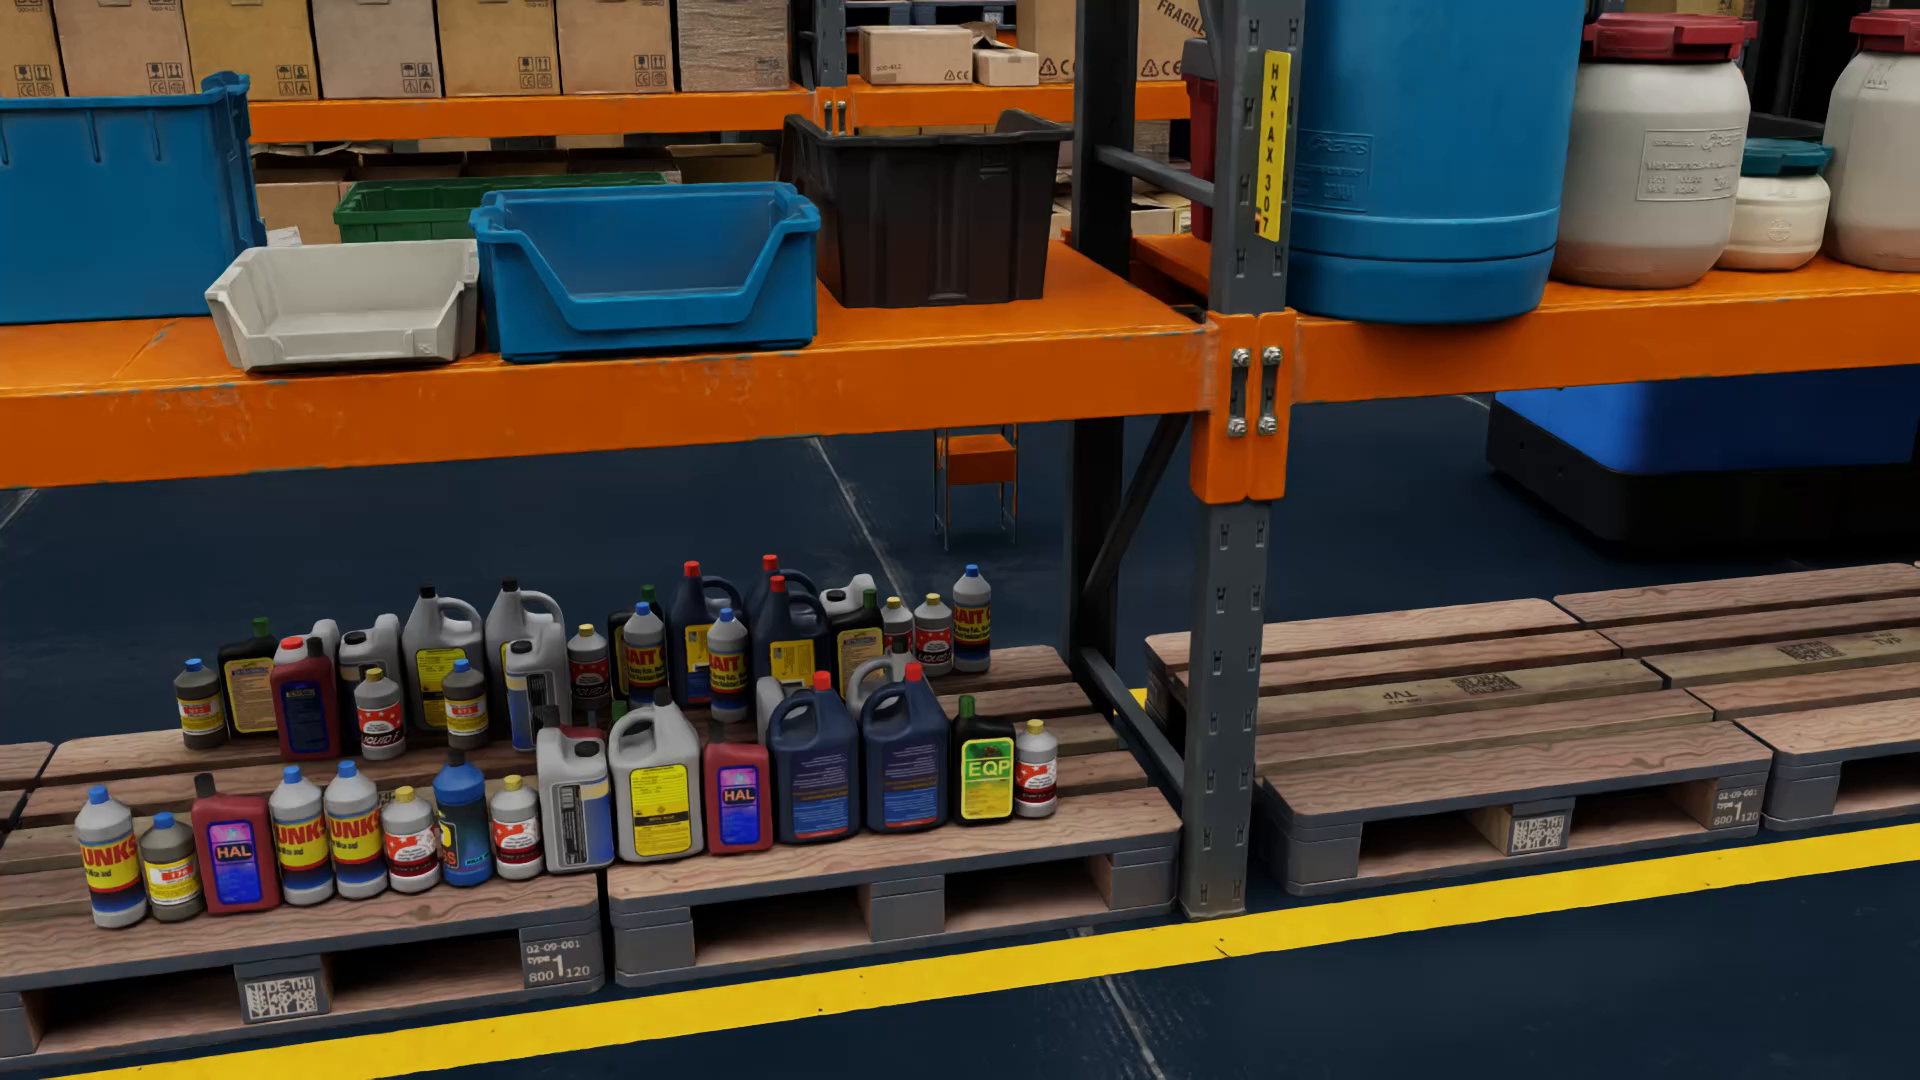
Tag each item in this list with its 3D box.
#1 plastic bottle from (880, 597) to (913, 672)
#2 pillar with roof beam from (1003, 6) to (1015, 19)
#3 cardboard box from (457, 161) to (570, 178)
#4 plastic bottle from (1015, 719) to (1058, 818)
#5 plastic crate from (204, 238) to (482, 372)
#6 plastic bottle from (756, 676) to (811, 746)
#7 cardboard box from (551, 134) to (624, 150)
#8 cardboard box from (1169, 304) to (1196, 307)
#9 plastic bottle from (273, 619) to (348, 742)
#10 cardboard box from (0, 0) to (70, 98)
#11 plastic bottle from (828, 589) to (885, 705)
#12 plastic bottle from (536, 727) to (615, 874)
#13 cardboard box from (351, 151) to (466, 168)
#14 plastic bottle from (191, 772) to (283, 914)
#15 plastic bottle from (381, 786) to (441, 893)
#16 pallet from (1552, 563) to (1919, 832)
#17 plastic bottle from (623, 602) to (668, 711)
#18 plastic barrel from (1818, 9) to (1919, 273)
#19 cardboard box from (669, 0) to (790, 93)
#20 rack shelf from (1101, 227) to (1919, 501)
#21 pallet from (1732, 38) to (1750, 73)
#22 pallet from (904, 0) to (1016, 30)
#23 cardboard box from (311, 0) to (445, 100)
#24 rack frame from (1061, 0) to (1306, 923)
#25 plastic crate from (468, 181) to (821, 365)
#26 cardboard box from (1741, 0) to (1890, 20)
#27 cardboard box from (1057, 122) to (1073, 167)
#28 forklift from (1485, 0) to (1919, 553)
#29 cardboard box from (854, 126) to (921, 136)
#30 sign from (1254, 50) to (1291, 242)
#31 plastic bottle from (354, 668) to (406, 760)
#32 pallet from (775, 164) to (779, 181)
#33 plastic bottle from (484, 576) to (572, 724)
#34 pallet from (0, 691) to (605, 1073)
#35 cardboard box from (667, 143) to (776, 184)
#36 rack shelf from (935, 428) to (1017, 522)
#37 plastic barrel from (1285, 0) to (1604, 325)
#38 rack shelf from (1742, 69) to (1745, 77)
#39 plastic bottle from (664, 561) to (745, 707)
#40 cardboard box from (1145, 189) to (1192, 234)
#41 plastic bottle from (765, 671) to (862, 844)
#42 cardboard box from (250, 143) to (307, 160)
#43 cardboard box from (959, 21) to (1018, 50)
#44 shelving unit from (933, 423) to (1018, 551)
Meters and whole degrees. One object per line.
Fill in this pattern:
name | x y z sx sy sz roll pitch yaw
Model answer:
plastic bottle | -0.167 0.244 4.217 0.097 0.201 0.097 0 20 0
pillar with roof beam | 1.581 -5.953 8.984 0.400 9.000 9.100 -5 21 -12
cardboard box | -2.071 -1.488 7.813 0.500 0.500 0.500 -5 21 -12
plastic bottle | 0.160 0.482 3.566 0.097 0.201 0.097 0 20 0
plastic crate | -1.080 -0.421 2.986 0.437 0.136 0.530 -5 21 -12
plastic bottle | -0.364 0.429 3.602 0.135 0.276 0.152 -5 21 -12
cardboard box | -2.839 -3.012 12.670 0.500 0.500 0.500 -6 21 -17
cardboard box | 1.251 -1.393 8.644 0.500 0.250 0.500 -4 21 -11
plastic bottle | -1.513 0.328 3.879 0.135 0.276 0.152 -4 21 -12
cardboard box | -4.130 -2.179 7.258 0.500 0.500 0.700 -5 21 -12
plastic bottle | -0.253 0.260 4.054 0.133 0.283 0.061 -5 21 -12
plastic bottle | -0.779 0.514 3.371 0.135 0.276 0.152 -4 21 -11
cardboard box | -2.677 -1.623 8.182 0.500 0.500 0.500 -5 21 -12
plastic bottle | -1.390 0.576 3.190 0.133 0.283 0.061 -4 21 -12
plastic bottle | -1.088 0.584 3.289 0.097 0.201 0.097 0 20 0
pallet | 2.387 0.378 4.475 1.213 0.211 1.003 -5 21 -12
plastic bottle | -0.758 0.281 4.015 0.097 0.271 0.097 0 20 0
plastic barrel | 2.137 -0.882 3.665 0.433 0.535 0.433 0 20 0
cardboard box | -1.125 -2.426 7.931 0.500 0.500 0.700 -5 21 -14
rack shelf | 2.388 -0.579 4.079 4.000 0.370 1.077 -5 21 -12
pallet | 3.842 -2.720 9.158 1.003 0.211 1.213 -5 21 -12
pallet | 0.138 -4.130 13.008 1.213 0.211 1.003 -5 21 -12
cardboard box | -2.624 -2.303 7.595 0.500 0.500 0.700 -4 21 -11
rack frame | 0.442 -0.758 3.523 0.127 3.000 1.000 -5 21 -12
plastic crate | -0.573 -0.510 3.061 0.616 0.251 0.499 -5 21 -12
cardboard box | 4.719 -3.073 9.087 0.500 0.500 0.700 -1 20 -2
cardboard box | 0.838 -3.347 13.586 0.500 0.500 0.700 -5 21 -13
forklift | 3.599 -1.542 5.762 3.031 2.935 1.130 -3 20 -7
cardboard box | -0.634 -3.229 13.262 0.500 0.500 0.700 -5 21 -14
sign | 0.557 -0.703 2.970 0.005 0.325 0.100 -5 21 -12
plastic bottle | -1.331 0.392 3.811 0.097 0.201 0.097 0 20 0
pallet | -1.081 -2.827 13.225 1.213 0.211 1.003 -5 21 -12
plastic bottle | -1.037 0.253 3.975 0.185 0.351 0.144 -5 21 -13
pallet | -1.411 0.688 3.629 1.213 0.211 1.003 -5 21 -12
cardboard box | -1.218 -1.743 8.508 0.500 0.500 0.500 -5 21 -12
rack shelf | 0.052 -0.226 5.745 0.240 0.259 0.215 -5 21 -12
plastic barrel | 0.887 -0.923 3.244 0.708 0.901 0.600 -5 21 -12
rack shelf | 5.144 -2.554 9.470 4.000 0.370 1.077 -5 21 -12
plastic bottle | -0.623 0.219 4.067 0.185 0.351 0.144 -6 21 -15
cardboard box | 1.261 -1.657 8.550 0.500 0.311 0.500 -4 21 -11
plastic bottle | -0.306 0.442 3.459 0.185 0.351 0.144 -6 21 -15
cardboard box | -5.037 -2.726 12.166 0.500 0.311 0.500 -7 21 -19
cardboard box | 0.119 -2.484 8.431 0.258 0.266 0.396 -5 21 -14
shelving unit | 0.052 -0.497 5.646 0.252 1.050 0.215 -5 21 -12
